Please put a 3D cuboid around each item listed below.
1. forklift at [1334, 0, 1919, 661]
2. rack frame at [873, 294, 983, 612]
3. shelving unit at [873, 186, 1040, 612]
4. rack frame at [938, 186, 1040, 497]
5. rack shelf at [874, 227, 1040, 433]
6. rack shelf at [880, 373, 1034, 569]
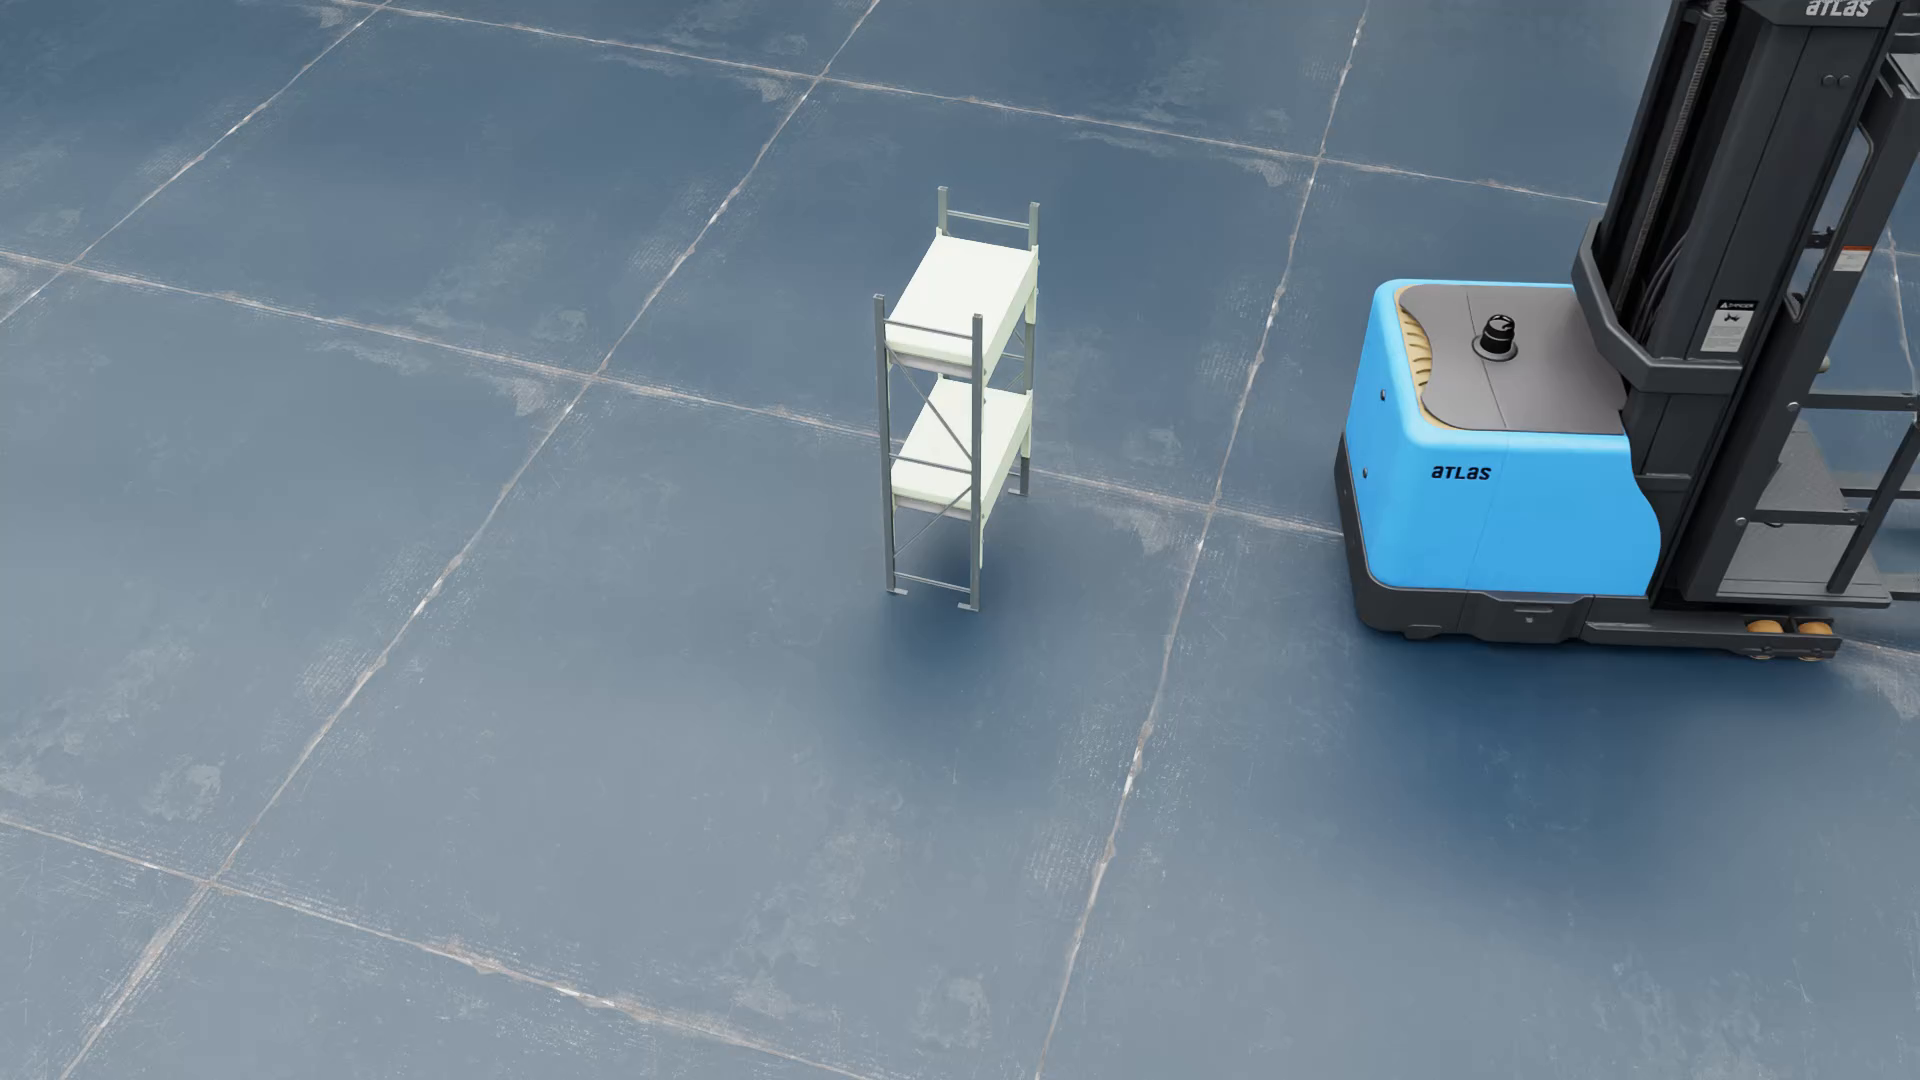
[{"bbox_3d":[3.144,-0.948,6.022,3.031,2.935,1.130,2,44,2],"label":"forklift"},{"bbox_3d":[-0.113,-0.288,6.371,0.400,1.500,0.023,13,46,12],"label":"rack frame"},{"bbox_3d":[-0.002,-0.532,6.620,0.431,1.500,0.755,13,46,12],"label":"shelving unit"},{"bbox_3d":[0.109,-0.776,6.869,0.400,1.500,0.023,13,46,12],"label":"rack frame"},{"bbox_3d":[-0.002,-0.811,6.347,0.431,0.370,0.720,13,46,12],"label":"rack shelf"},{"bbox_3d":[-0.002,-0.299,6.848,0.431,0.370,0.720,13,46,12],"label":"rack shelf"}]
